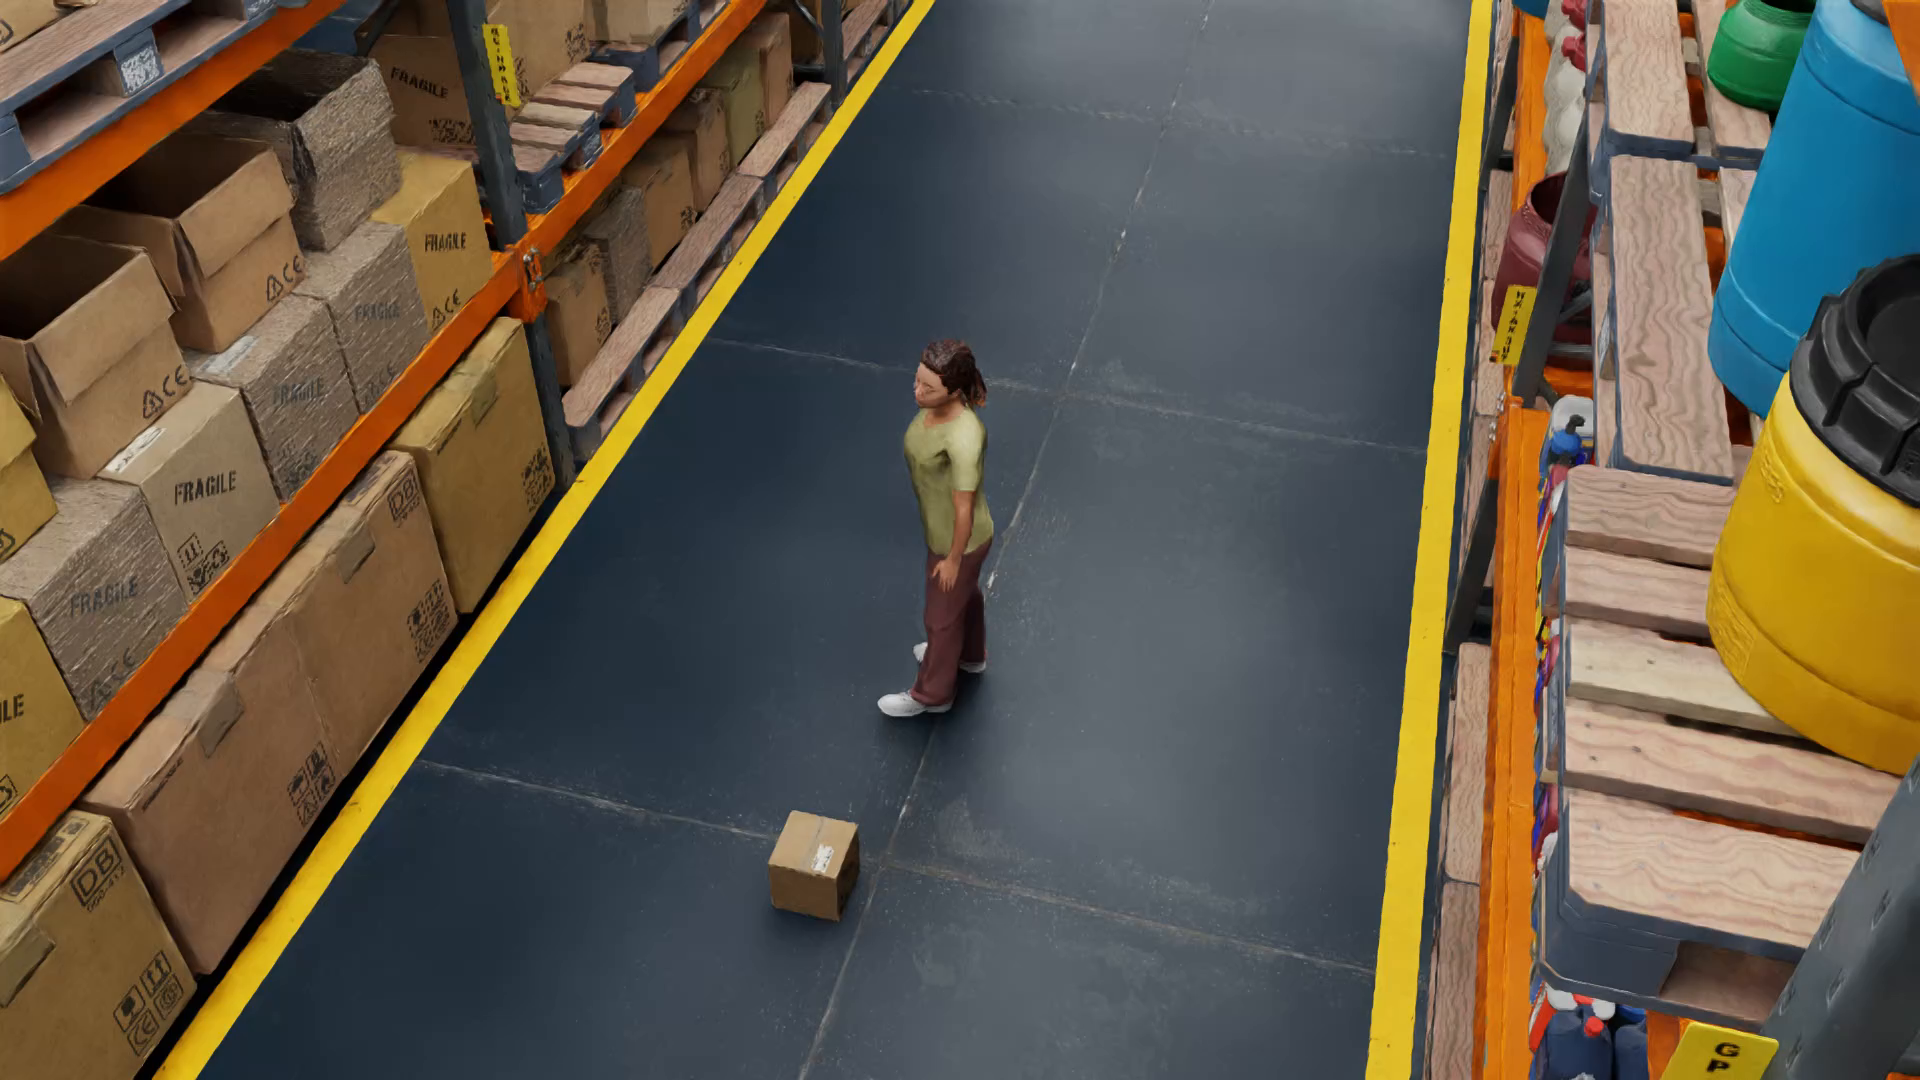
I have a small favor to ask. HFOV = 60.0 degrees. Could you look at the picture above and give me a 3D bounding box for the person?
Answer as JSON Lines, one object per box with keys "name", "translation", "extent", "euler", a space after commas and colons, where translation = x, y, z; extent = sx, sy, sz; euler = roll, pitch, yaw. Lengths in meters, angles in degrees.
{"name": "person", "translation": [-0.113, -0.038, 6.170], "extent": [0.491, 1.678, 0.520], "euler": [-9, 42, -10]}
